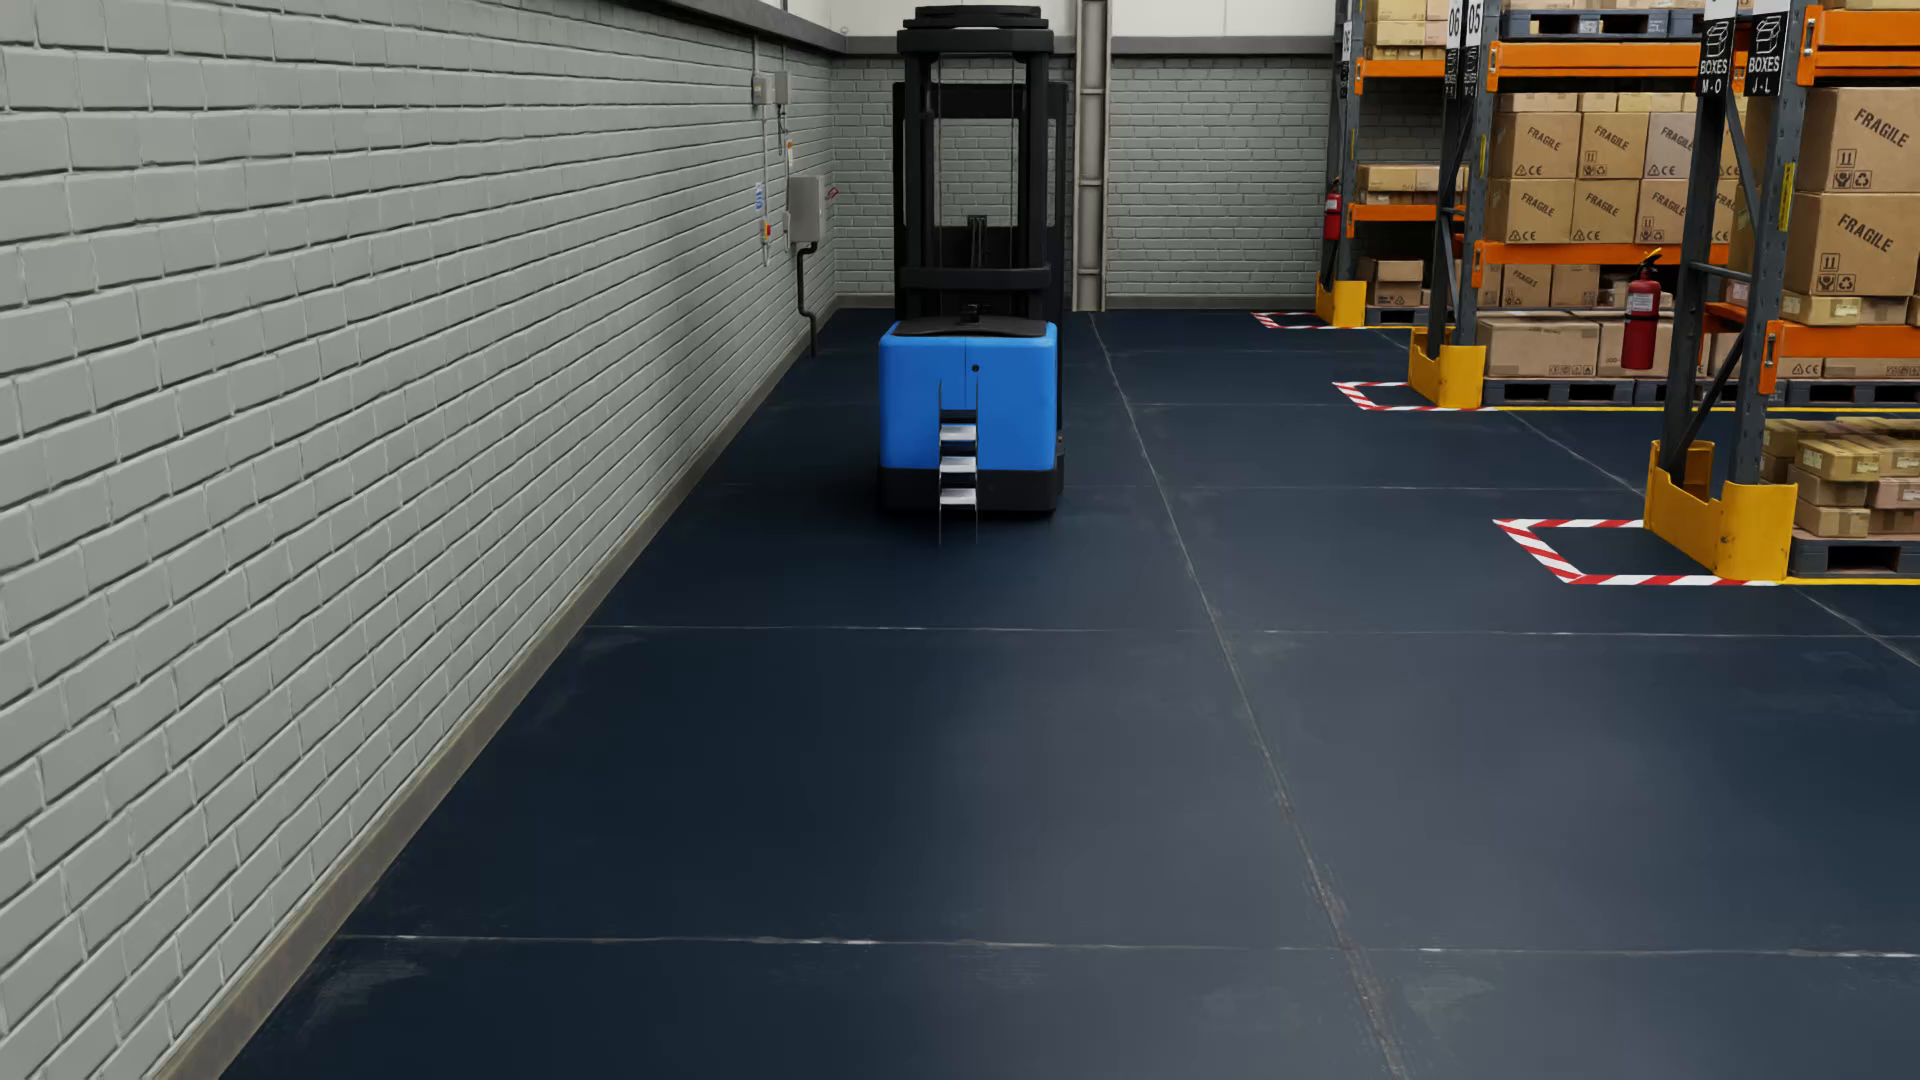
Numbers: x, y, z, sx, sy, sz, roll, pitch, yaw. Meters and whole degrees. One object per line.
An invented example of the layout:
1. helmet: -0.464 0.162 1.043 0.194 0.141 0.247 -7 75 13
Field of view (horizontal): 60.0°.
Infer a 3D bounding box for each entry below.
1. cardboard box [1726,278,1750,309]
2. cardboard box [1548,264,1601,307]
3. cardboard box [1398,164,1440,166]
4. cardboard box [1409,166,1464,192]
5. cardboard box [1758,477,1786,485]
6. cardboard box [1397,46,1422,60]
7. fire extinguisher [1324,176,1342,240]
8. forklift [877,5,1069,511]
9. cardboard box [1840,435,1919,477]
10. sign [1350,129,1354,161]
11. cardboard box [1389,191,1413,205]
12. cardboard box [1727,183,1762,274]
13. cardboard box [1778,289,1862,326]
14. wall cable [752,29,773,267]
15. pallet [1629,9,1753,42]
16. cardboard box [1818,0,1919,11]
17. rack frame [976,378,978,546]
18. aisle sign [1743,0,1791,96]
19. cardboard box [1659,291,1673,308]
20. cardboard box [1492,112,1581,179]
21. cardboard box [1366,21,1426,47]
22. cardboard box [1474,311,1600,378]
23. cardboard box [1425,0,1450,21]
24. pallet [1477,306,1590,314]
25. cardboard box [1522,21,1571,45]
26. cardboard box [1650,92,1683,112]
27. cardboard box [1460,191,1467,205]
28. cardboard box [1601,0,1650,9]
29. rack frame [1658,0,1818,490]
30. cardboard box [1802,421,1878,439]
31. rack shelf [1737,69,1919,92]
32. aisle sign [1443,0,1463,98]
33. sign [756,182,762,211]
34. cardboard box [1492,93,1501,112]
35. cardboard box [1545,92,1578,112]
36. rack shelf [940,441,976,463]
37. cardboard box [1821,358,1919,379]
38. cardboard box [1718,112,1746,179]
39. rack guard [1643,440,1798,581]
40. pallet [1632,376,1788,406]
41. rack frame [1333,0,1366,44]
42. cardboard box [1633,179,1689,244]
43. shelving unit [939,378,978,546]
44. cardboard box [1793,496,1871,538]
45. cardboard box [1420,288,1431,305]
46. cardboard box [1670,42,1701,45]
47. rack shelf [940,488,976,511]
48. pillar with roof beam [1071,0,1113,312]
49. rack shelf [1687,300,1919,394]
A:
1. cardboard box: 4.368 -1.340 9.030 0.250 0.149 0.380 0 15 1
2. cardboard box: 6.684 -2.864 18.393 0.500 0.500 0.700 0 15 -1
3. cardboard box: 5.166 -4.052 18.531 0.500 0.250 0.500 0 15 2
4. cardboard box: 5.134 -3.917 18.016 0.500 0.250 0.500 1 15 2
5. cardboard box: 4.567 -0.266 9.232 0.250 0.149 0.380 1 15 2
6. cardboard box: 4.759 -5.193 17.754 0.250 0.149 0.380 1 15 2
7. fire extinguisher: 4.025 -3.586 17.933 0.183 0.674 0.296 0 15 1
8. forklift: 0.141 -1.909 10.830 1.130 2.935 3.031 1 15 4
9. cardboard box: 4.829 -0.442 8.736 0.250 0.149 0.380 1 15 2
10. sign: 4.170 -4.200 17.684 0.005 0.325 0.100 0 15 1
11. cardboard box: 4.761 -3.737 18.116 0.250 0.149 0.380 1 15 3
12. cardboard box: 4.491 -1.646 8.920 0.500 0.500 0.500 1 15 3
13. cardboard box: 4.351 -1.184 8.440 0.250 0.149 0.380 0 15 1
14. wall cable: -1.577 -3.191 13.503 0.123 1.953 0.585 0 15 1
15. pallet: 6.025 -4.052 13.113 1.213 0.211 1.003 0 15 1
16. cardboard box: 4.478 -2.701 8.112 0.500 0.250 0.500 1 15 3
17. rack frame: 0.094 -0.435 9.223 0.006 0.900 0.240 0 15 1
18. aisle sign: 3.955 -2.572 8.114 0.004 0.787 0.394 0 15 1
19. cardboard box: 7.618 -2.647 18.260 0.250 0.149 0.380 0 15 0
20. cardboard box: 4.533 -3.110 13.093 0.500 0.500 0.500 0 15 0
21. cardboard box: 4.620 -5.369 17.642 0.500 0.250 0.500 0 15 1
22. cardboard box: 4.723 -1.640 13.874 0.875 0.438 0.875 0 15 0
23. cardboard box: 5.129 -5.608 17.569 0.500 0.250 0.500 0 15 1
24. pallet: 6.273 -2.558 18.621 1.213 0.211 1.003 0 15 1
25. cardboard box: 6.158 -5.367 17.634 0.500 0.250 0.500 0 15 1
26. cardboard box: 5.457 -3.427 13.022 0.250 0.149 0.380 1 15 2
27. cardboard box: 5.541 -3.726 18.076 0.250 0.149 0.380 1 15 2
28. cardboard box: 5.143 -4.169 12.854 0.250 0.149 0.380 1 15 3
29. rack frame: 4.035 -1.391 8.733 0.127 3.000 1.000 0 15 1
30. cardboard box: 4.821 -0.548 9.138 0.250 0.149 0.380 1 15 3
31. rack shelf: 10.182 -4.984 17.879 4.000 0.370 1.077 0 15 1
32. aisle sign: 3.997 -3.991 13.490 0.004 0.787 0.394 0 15 1
33. sign: -1.639 -2.804 13.558 0.001 0.218 0.327 0 15 1
34. cardboard box: 4.425 -3.548 13.482 0.250 0.149 0.380 1 15 2
35. cardboard box: 4.672 -3.443 13.083 0.250 0.149 0.380 1 15 3
36. rack shelf: -0.008 -0.490 9.211 0.200 0.077 0.258 0 15 1
37. cardboard box: 7.434 -1.624 13.814 0.875 0.438 0.875 0 15 1
38. cardboard box: 6.063 -3.104 13.070 0.500 0.500 0.500 0 15 2
39. rack guard: 4.111 -0.182 9.050 0.348 0.500 1.175 0 15 1
40. pallet: 6.078 -1.312 13.899 1.213 0.211 1.003 0 15 1
41. rack frame: 4.184 -6.821 17.553 0.127 3.000 1.000 0 15 1
42. cardboard box: 5.548 -2.622 13.203 0.500 0.500 0.500 0 15 1
43. shelving unit: -0.008 -0.435 9.225 0.210 0.900 0.258 0 15 1
44. cardboard box: 4.551 -0.131 8.721 0.250 0.149 0.380 1 15 3
45. cardboard box: 5.216 -2.704 18.474 0.250 0.149 0.380 0 15 -1
46. cardboard box: 7.694 -5.355 17.588 0.500 0.250 0.500 0 15 2
47. rack shelf: -0.008 -0.229 9.280 0.200 0.077 0.258 0 15 1
48. pillar with roof beam: 1.401 -5.970 14.330 0.400 9.000 9.100 0 15 1
49. rack shelf: 6.035 -1.030 8.776 4.000 0.370 1.077 0 15 1
